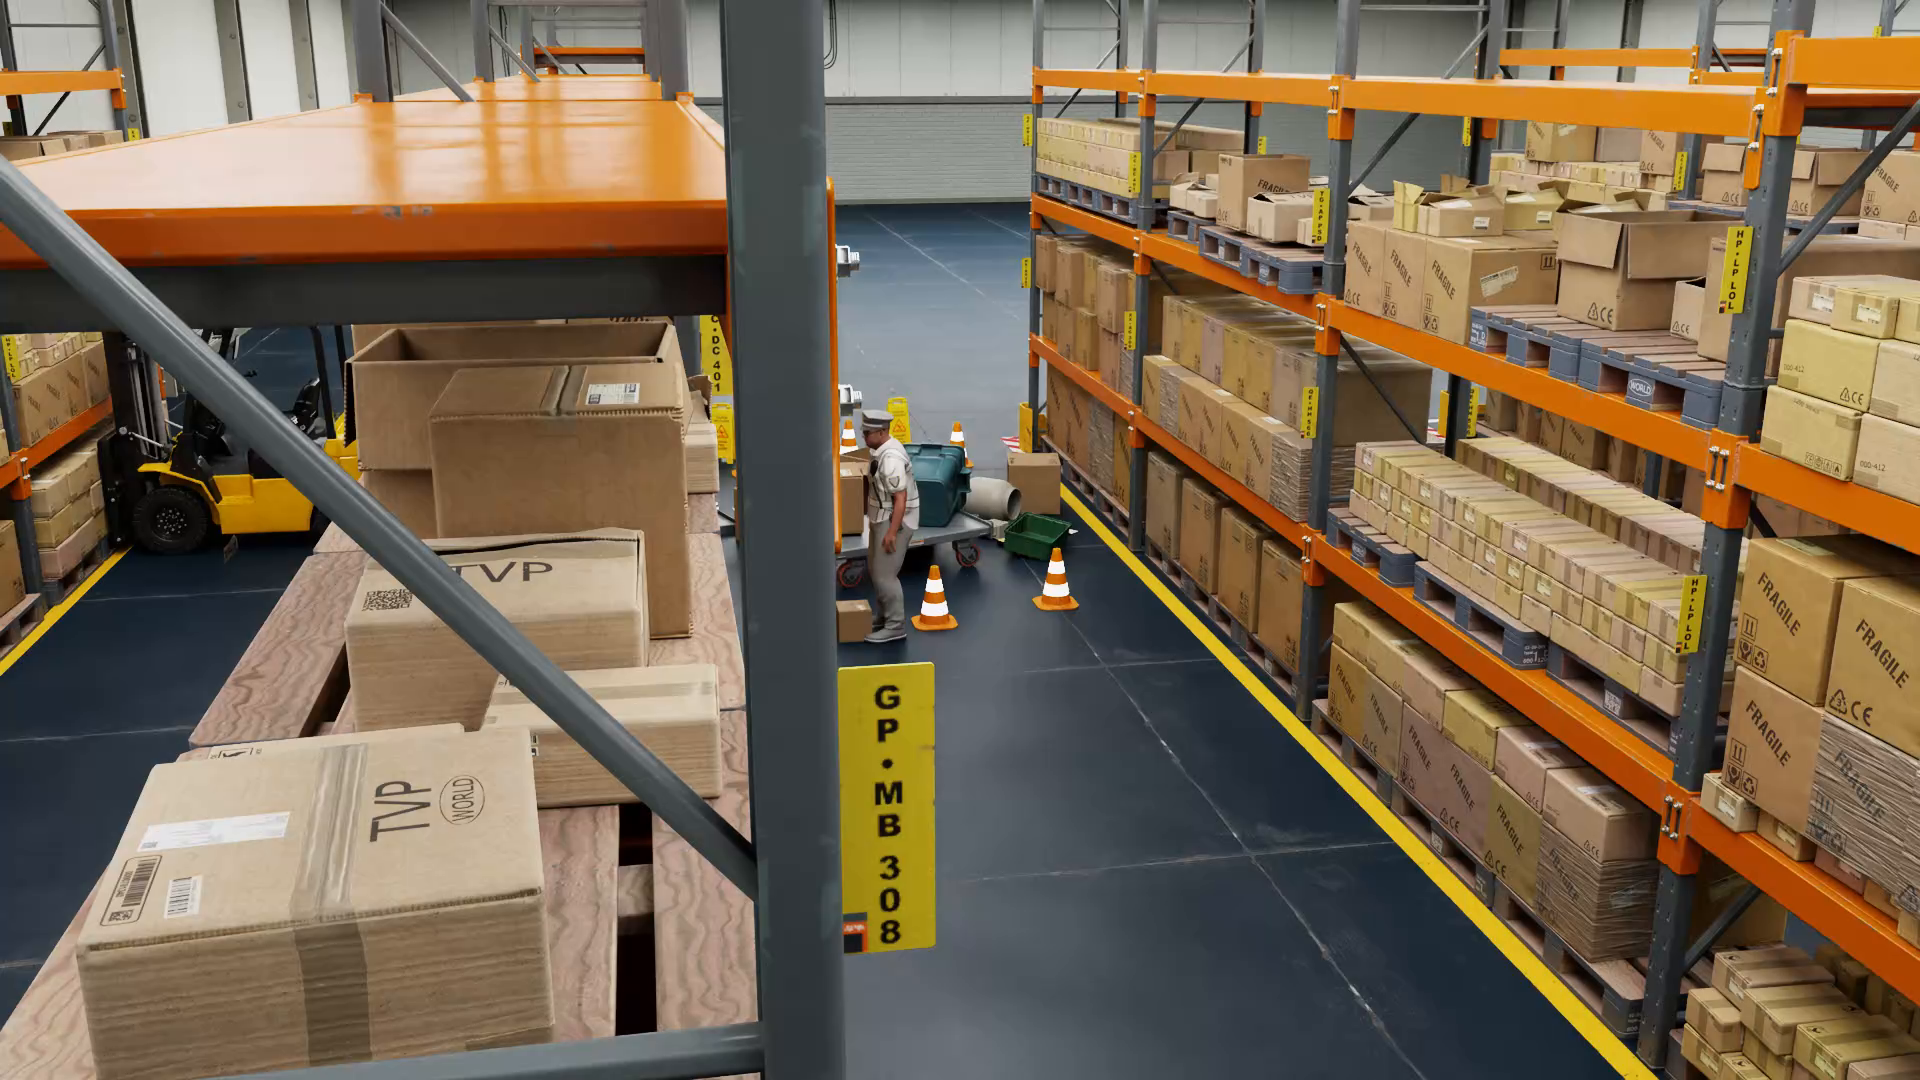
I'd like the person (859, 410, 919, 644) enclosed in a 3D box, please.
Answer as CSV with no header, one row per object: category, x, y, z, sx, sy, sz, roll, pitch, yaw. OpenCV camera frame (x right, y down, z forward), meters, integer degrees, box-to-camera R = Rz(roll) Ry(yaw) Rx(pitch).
person,-0.539,-0.120,12.435,0.444,1.747,0.604,-4,17,-14
